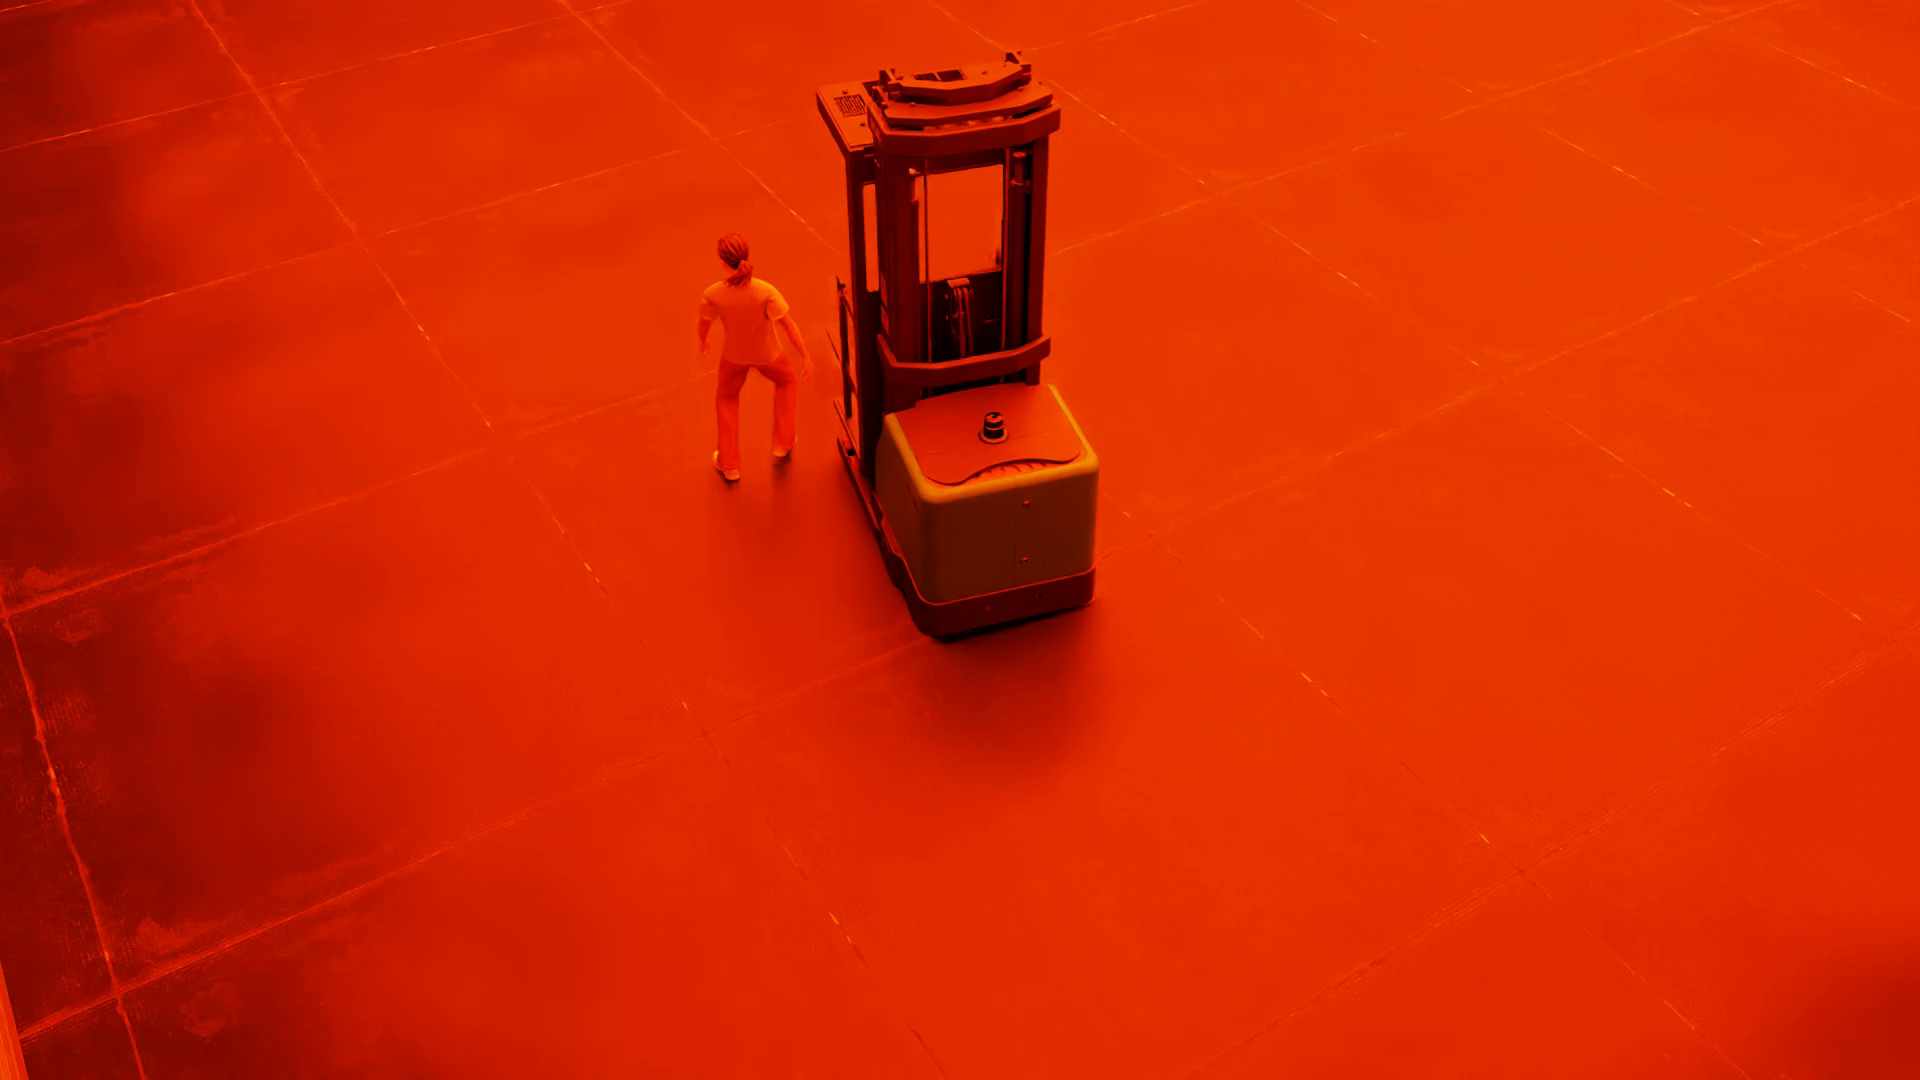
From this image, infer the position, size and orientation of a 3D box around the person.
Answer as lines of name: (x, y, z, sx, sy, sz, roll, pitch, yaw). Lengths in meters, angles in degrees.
person: (-1.253, -1.129, 10.187, 0.731, 1.635, 0.539, 2, 41, 2)

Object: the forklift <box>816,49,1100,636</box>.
forklift: (-0.149, -1.545, 9.639, 1.130, 2.935, 3.031, -12, 42, -13)
